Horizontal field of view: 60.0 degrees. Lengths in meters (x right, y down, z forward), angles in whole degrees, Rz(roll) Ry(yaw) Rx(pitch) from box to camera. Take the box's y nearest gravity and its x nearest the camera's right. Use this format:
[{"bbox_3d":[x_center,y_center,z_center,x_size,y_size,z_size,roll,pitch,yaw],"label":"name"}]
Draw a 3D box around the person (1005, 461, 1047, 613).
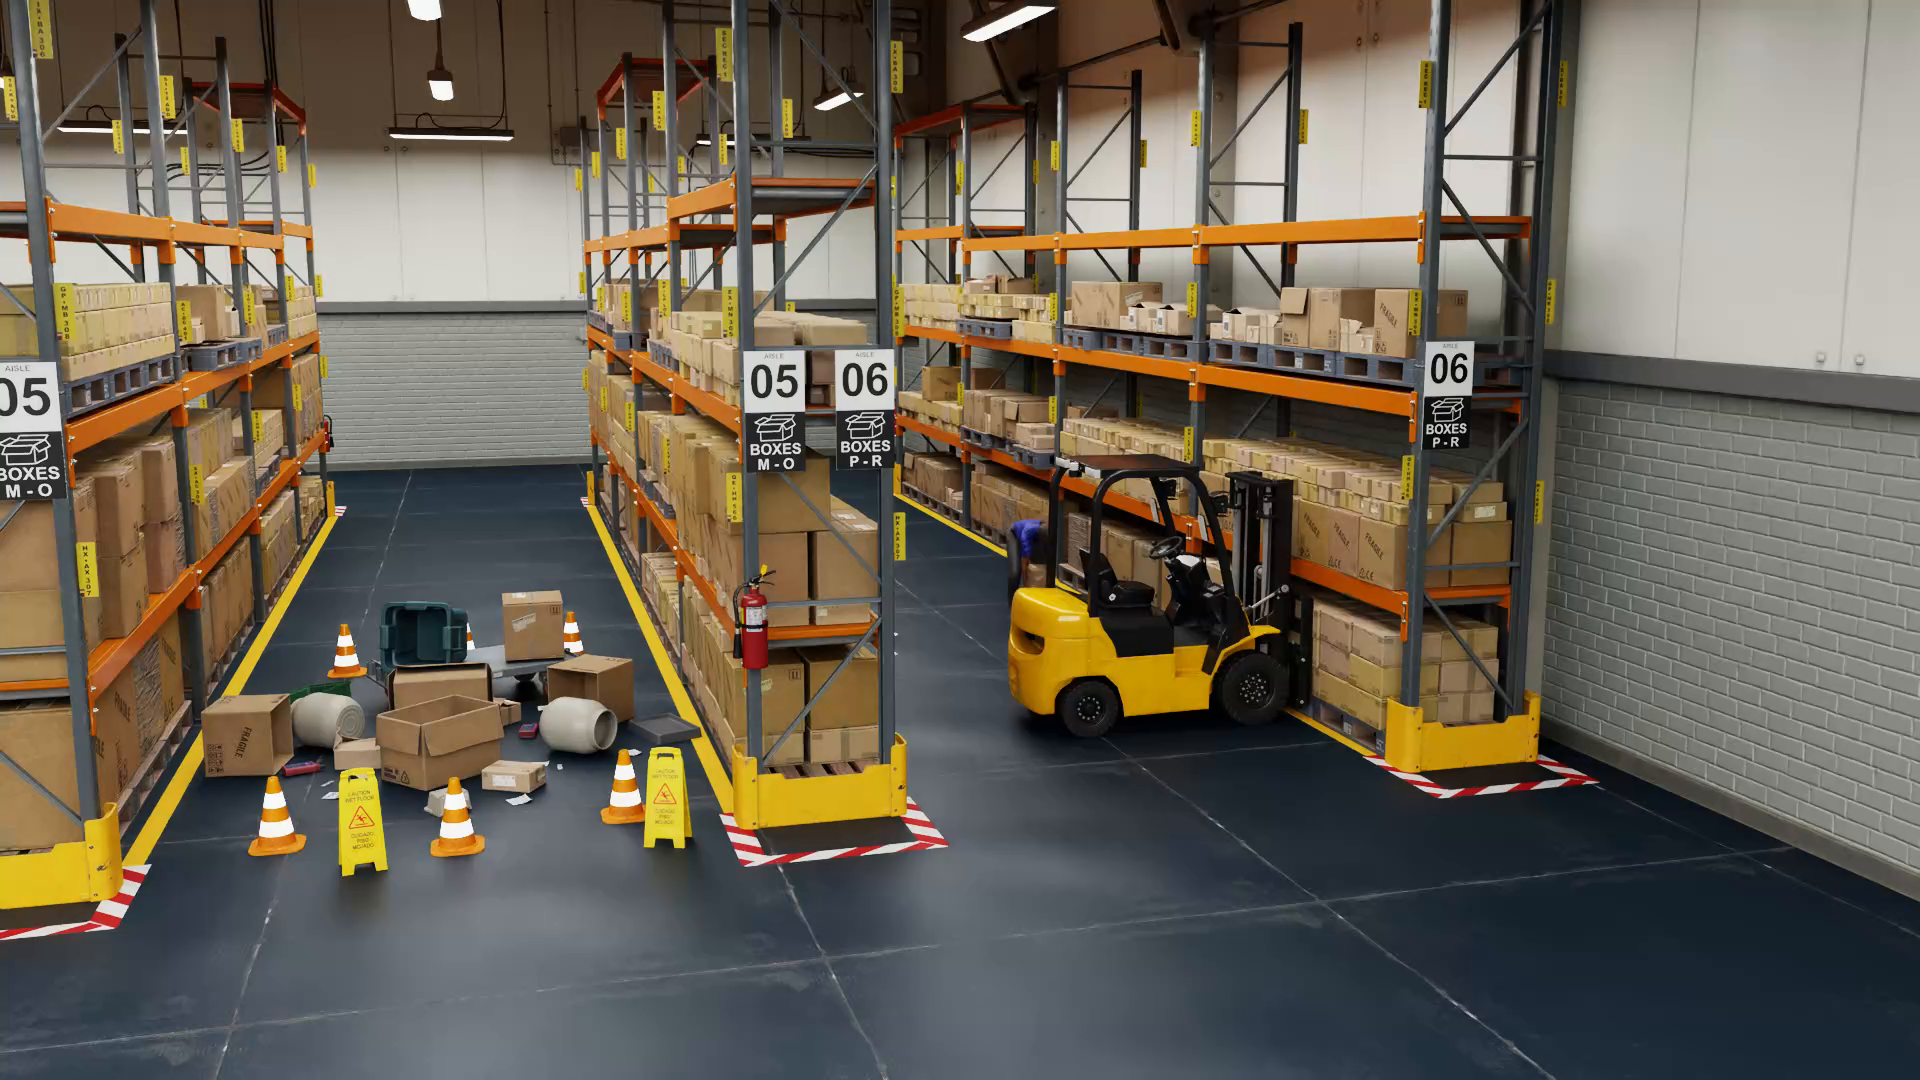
[{"bbox_3d":[0.715,-0.046,18.156,0.494,1.659,0.345,-3,10,-19],"label":"person"}]
